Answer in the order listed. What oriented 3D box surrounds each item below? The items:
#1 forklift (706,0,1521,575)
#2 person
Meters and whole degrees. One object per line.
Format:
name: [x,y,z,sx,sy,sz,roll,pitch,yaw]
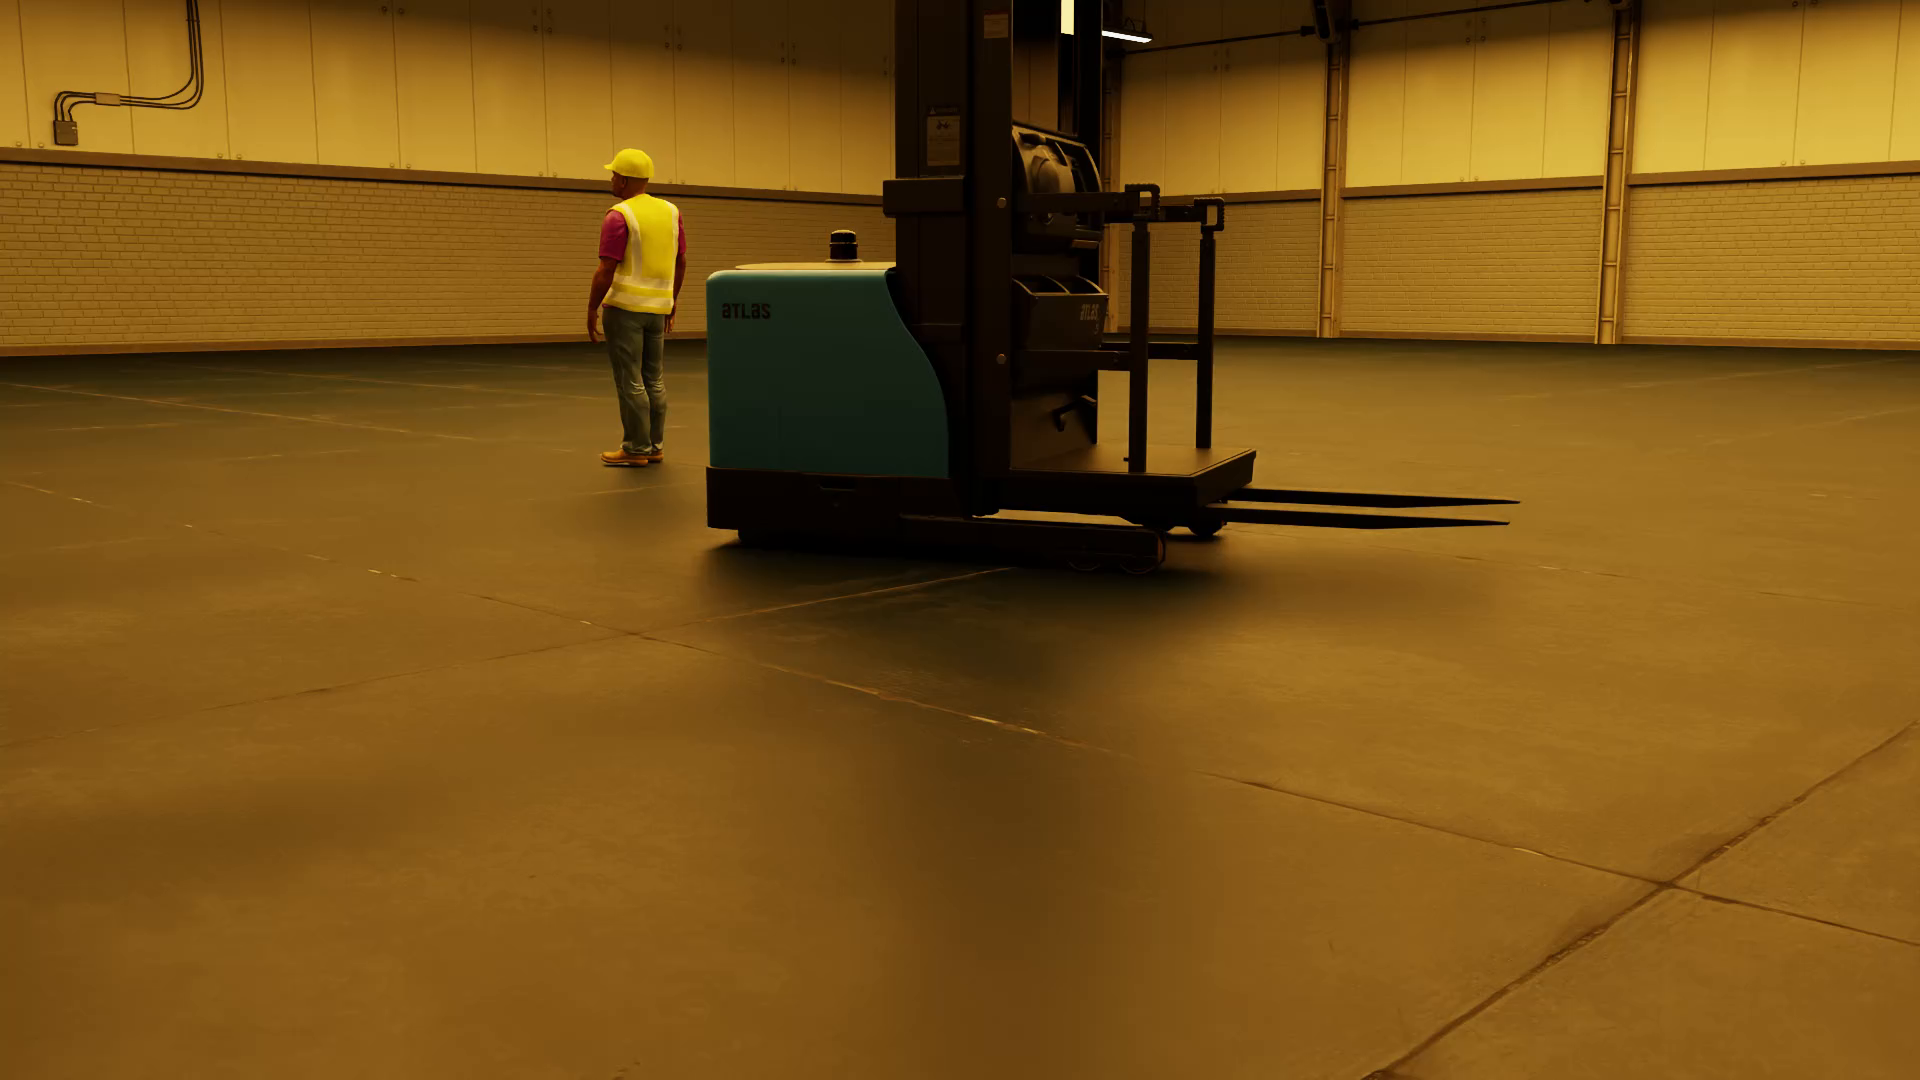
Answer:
forklift: [0.565,-1.416,6.275,3.031,2.935,1.130,3,9,22]
person: [-1.890,-1.311,9.442,0.577,1.765,0.665,6,10,35]
